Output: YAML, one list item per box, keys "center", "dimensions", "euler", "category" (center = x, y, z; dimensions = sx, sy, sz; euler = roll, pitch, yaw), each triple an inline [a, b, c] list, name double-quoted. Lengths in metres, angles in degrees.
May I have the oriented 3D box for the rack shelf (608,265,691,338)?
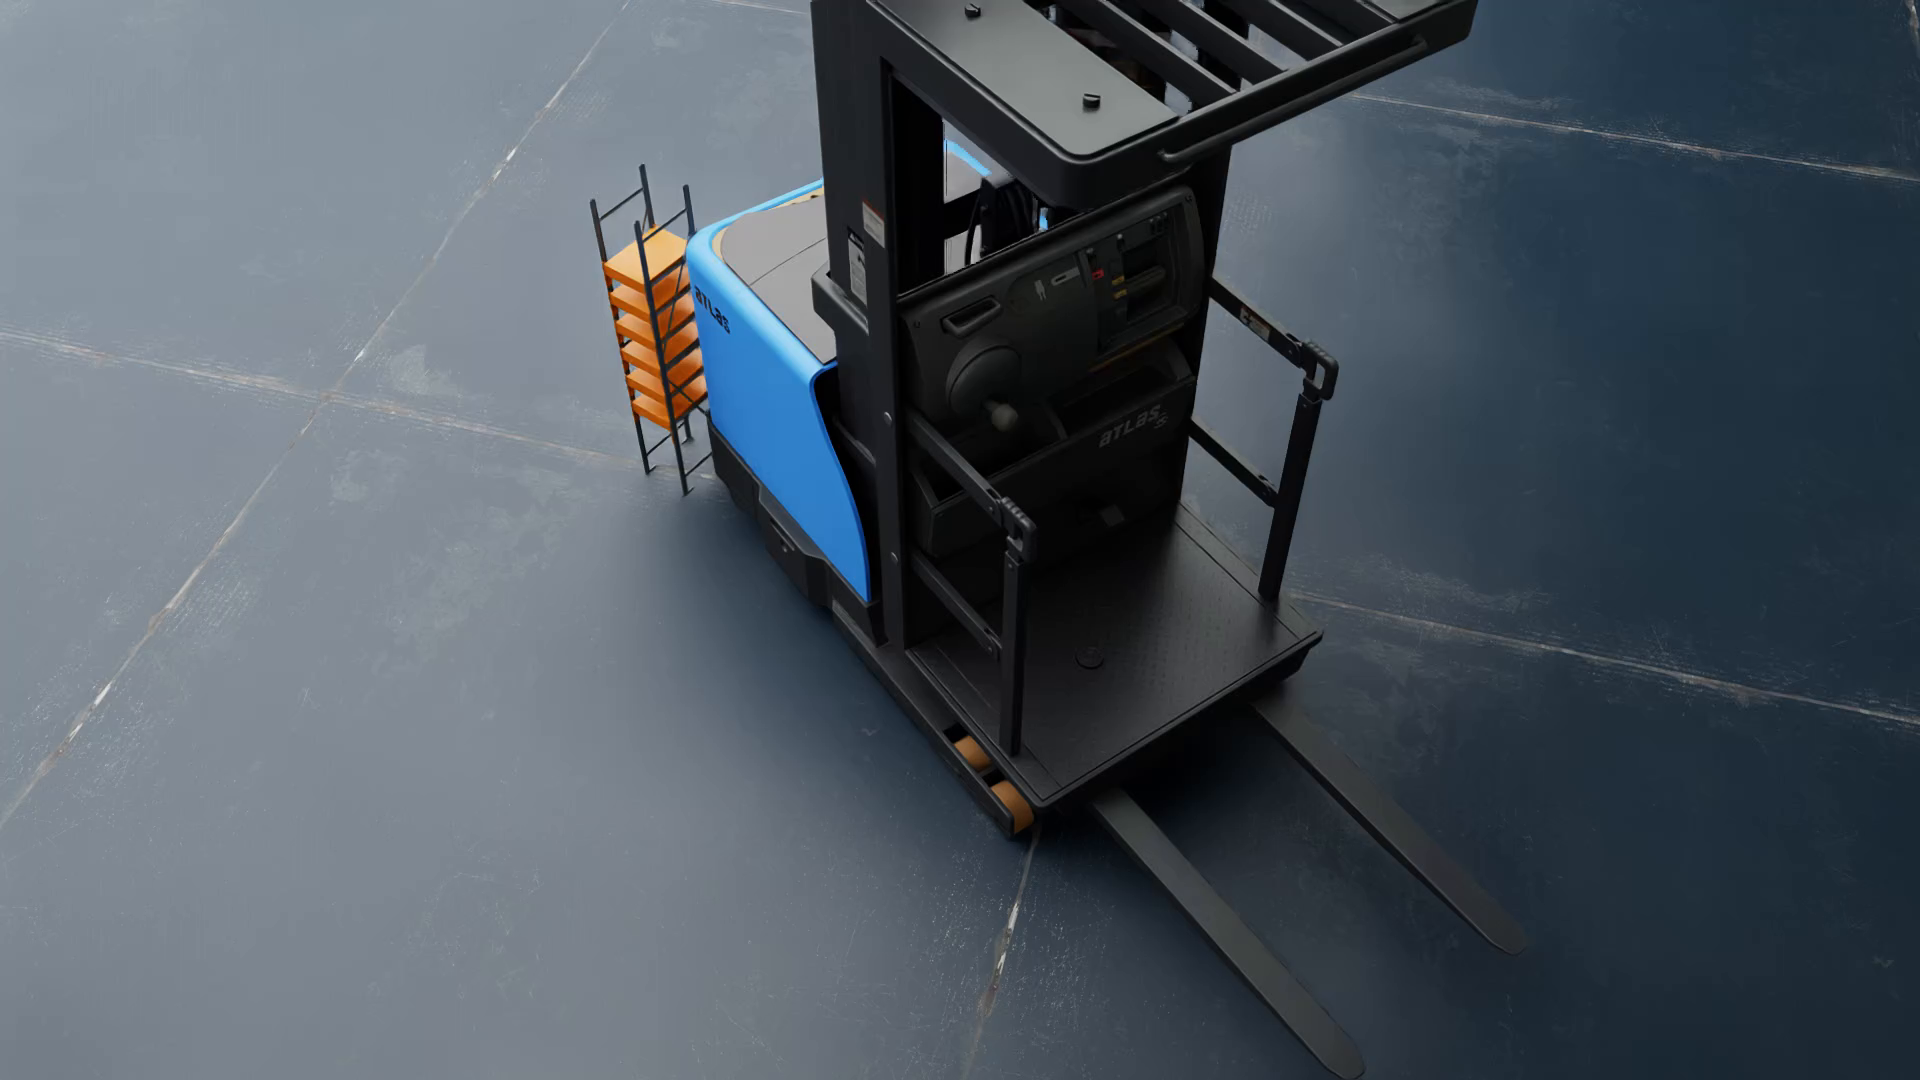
- center: [-0.982, -0.795, 5.391]
  dimensions: [0.180, 0.103, 0.258]
  euler: [28, 54, 23]
  category: "rack shelf"

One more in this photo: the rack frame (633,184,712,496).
- center: [-0.908, -0.626, 5.502]
  dimensions: [0.006, 1.200, 0.240]
  euler: [28, 54, 23]
  category: "rack frame"

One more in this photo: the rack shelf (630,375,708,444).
- center: [-0.982, -0.478, 5.751]
  dimensions: [0.180, 0.103, 0.258]
  euler: [28, 54, 23]
  category: "rack shelf"

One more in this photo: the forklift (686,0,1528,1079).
- center: [0.391, -0.511, 4.246]
  dimensions: [1.130, 2.935, 3.031]
  euler: [-28, 54, -22]
  category: "forklift"

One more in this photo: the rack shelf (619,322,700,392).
- center: [-0.982, -0.637, 5.571]
  dimensions: [0.180, 0.103, 0.258]
  euler: [28, 54, 23]
  category: "rack shelf"

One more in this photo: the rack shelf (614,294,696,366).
- center: [-0.982, -0.716, 5.481]
  dimensions: [0.180, 0.103, 0.258]
  euler: [28, 54, 23]
  category: "rack shelf"

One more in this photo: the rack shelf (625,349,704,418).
- center: [-0.982, -0.557, 5.661]
  dimensions: [0.180, 0.103, 0.258]
  euler: [28, 54, 23]
  category: "rack shelf"

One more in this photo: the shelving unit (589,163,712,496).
- center: [-0.982, -0.666, 5.537]
  dimensions: [0.189, 1.200, 0.258]
  euler: [28, 54, 23]
  category: "shelving unit"

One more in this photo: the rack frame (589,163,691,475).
- center: [-1.056, -0.706, 5.573]
  dimensions: [0.006, 1.200, 0.240]
  euler: [28, 54, 23]
  category: "rack frame"

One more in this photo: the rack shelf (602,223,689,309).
- center: [-0.982, -0.875, 5.301]
  dimensions: [0.180, 0.103, 0.258]
  euler: [28, 54, 23]
  category: "rack shelf"
